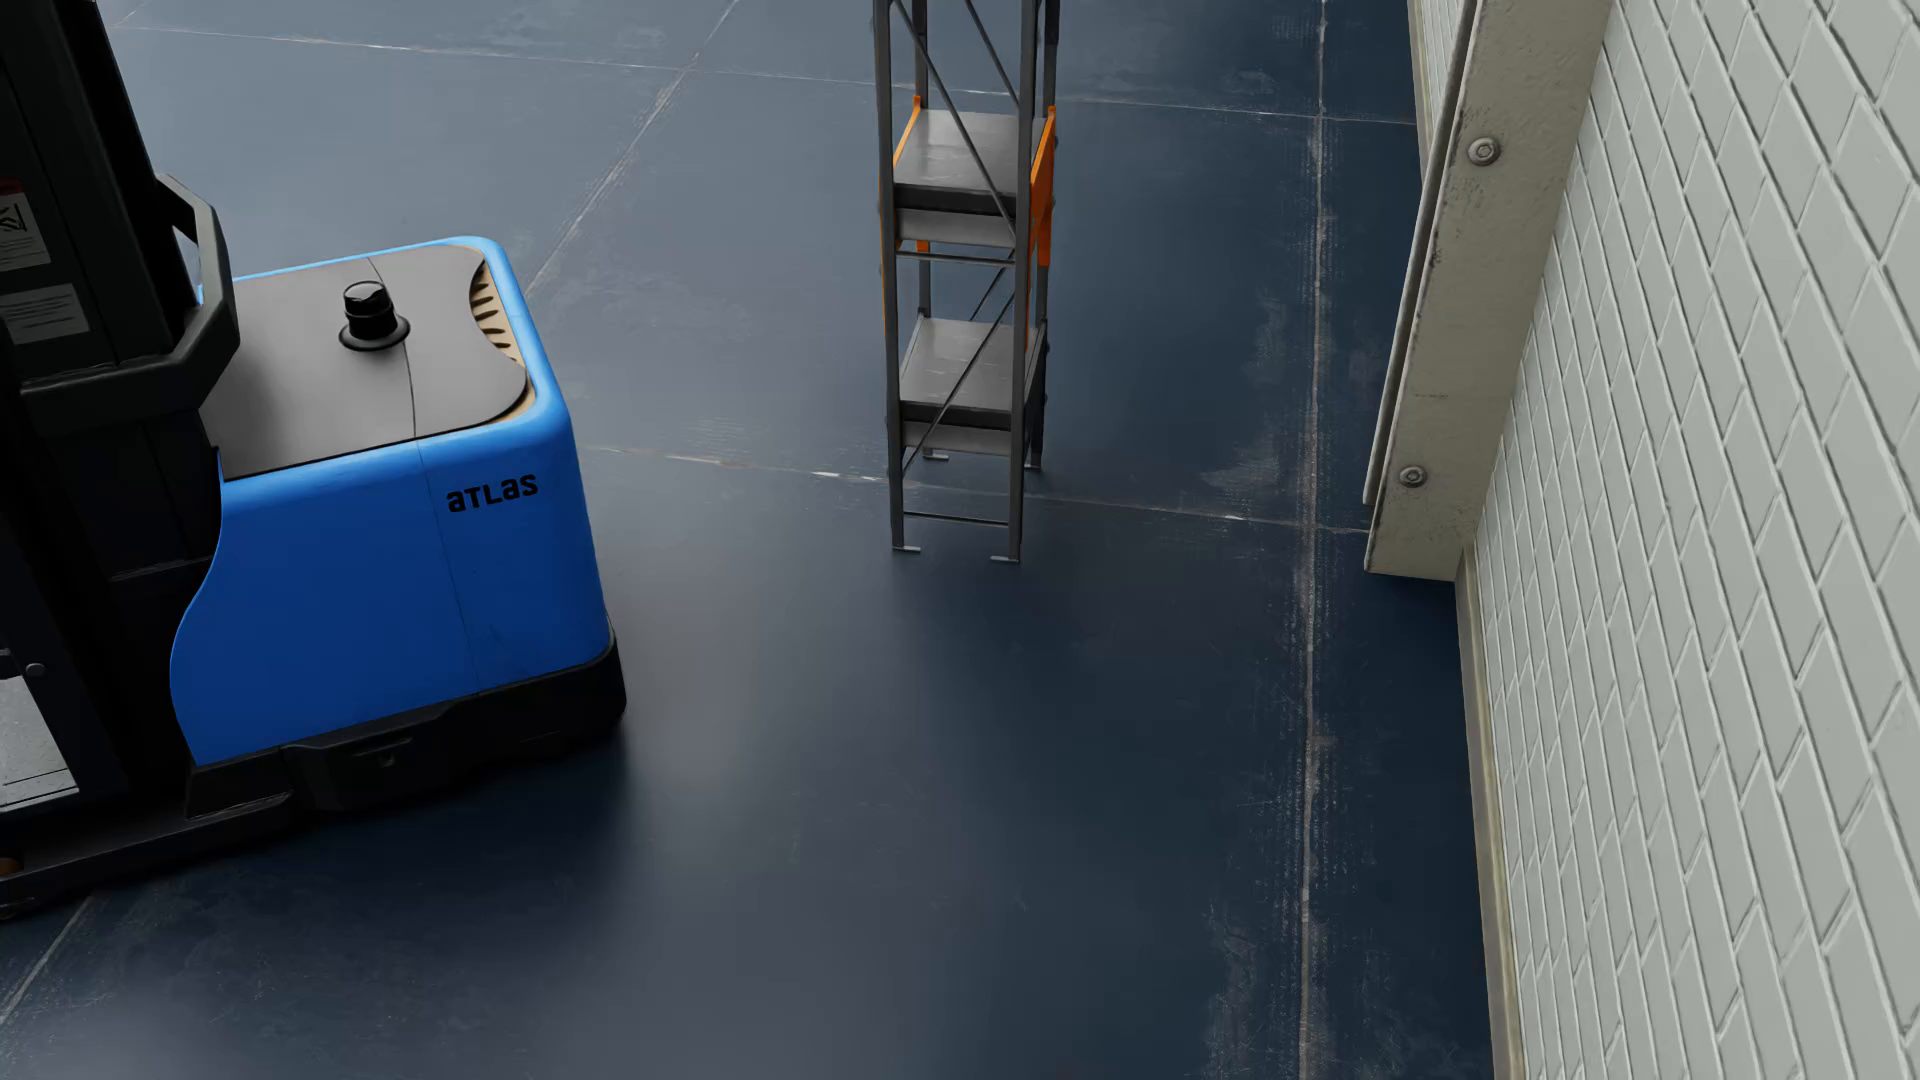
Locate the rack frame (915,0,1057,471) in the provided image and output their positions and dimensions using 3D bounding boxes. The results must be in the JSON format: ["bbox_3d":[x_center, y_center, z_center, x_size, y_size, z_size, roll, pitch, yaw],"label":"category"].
[{"bbox_3d":[0.071,-1.066,4.892,0.400,2.100,0.015,6,40,8],"label":"rack frame"}]

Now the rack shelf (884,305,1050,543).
[{"bbox_3d":[0.029,-0.363,5.161,0.431,0.518,0.480,6,40,8],"label":"rack shelf"}]

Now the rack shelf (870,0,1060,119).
[{"bbox_3d":[0.029,-1.442,4.269,0.431,0.518,0.480,6,40,8],"label":"rack shelf"}]

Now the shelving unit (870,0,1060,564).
[{"bbox_3d":[0.029,-0.913,4.707,0.431,2.100,0.503,6,40,8],"label":"shelving unit"}]

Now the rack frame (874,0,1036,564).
[{"bbox_3d":[-0.014,-0.760,4.521,0.400,2.100,0.015,6,40,8],"label":"rack frame"}]

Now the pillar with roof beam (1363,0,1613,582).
[{"bbox_3d":[-2.805,-3.953,2.969,9.100,9.000,0.400,6,40,8],"label":"pillar with roof beam"}]

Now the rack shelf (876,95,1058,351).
[{"bbox_3d":[0.029,-0.903,4.715,0.431,0.518,0.480,6,40,8],"label":"rack shelf"}]

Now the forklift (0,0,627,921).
[{"bbox_3d":[-2.488,-0.523,3.583,3.031,2.935,1.130,-15,42,-17],"label":"forklift"}]
